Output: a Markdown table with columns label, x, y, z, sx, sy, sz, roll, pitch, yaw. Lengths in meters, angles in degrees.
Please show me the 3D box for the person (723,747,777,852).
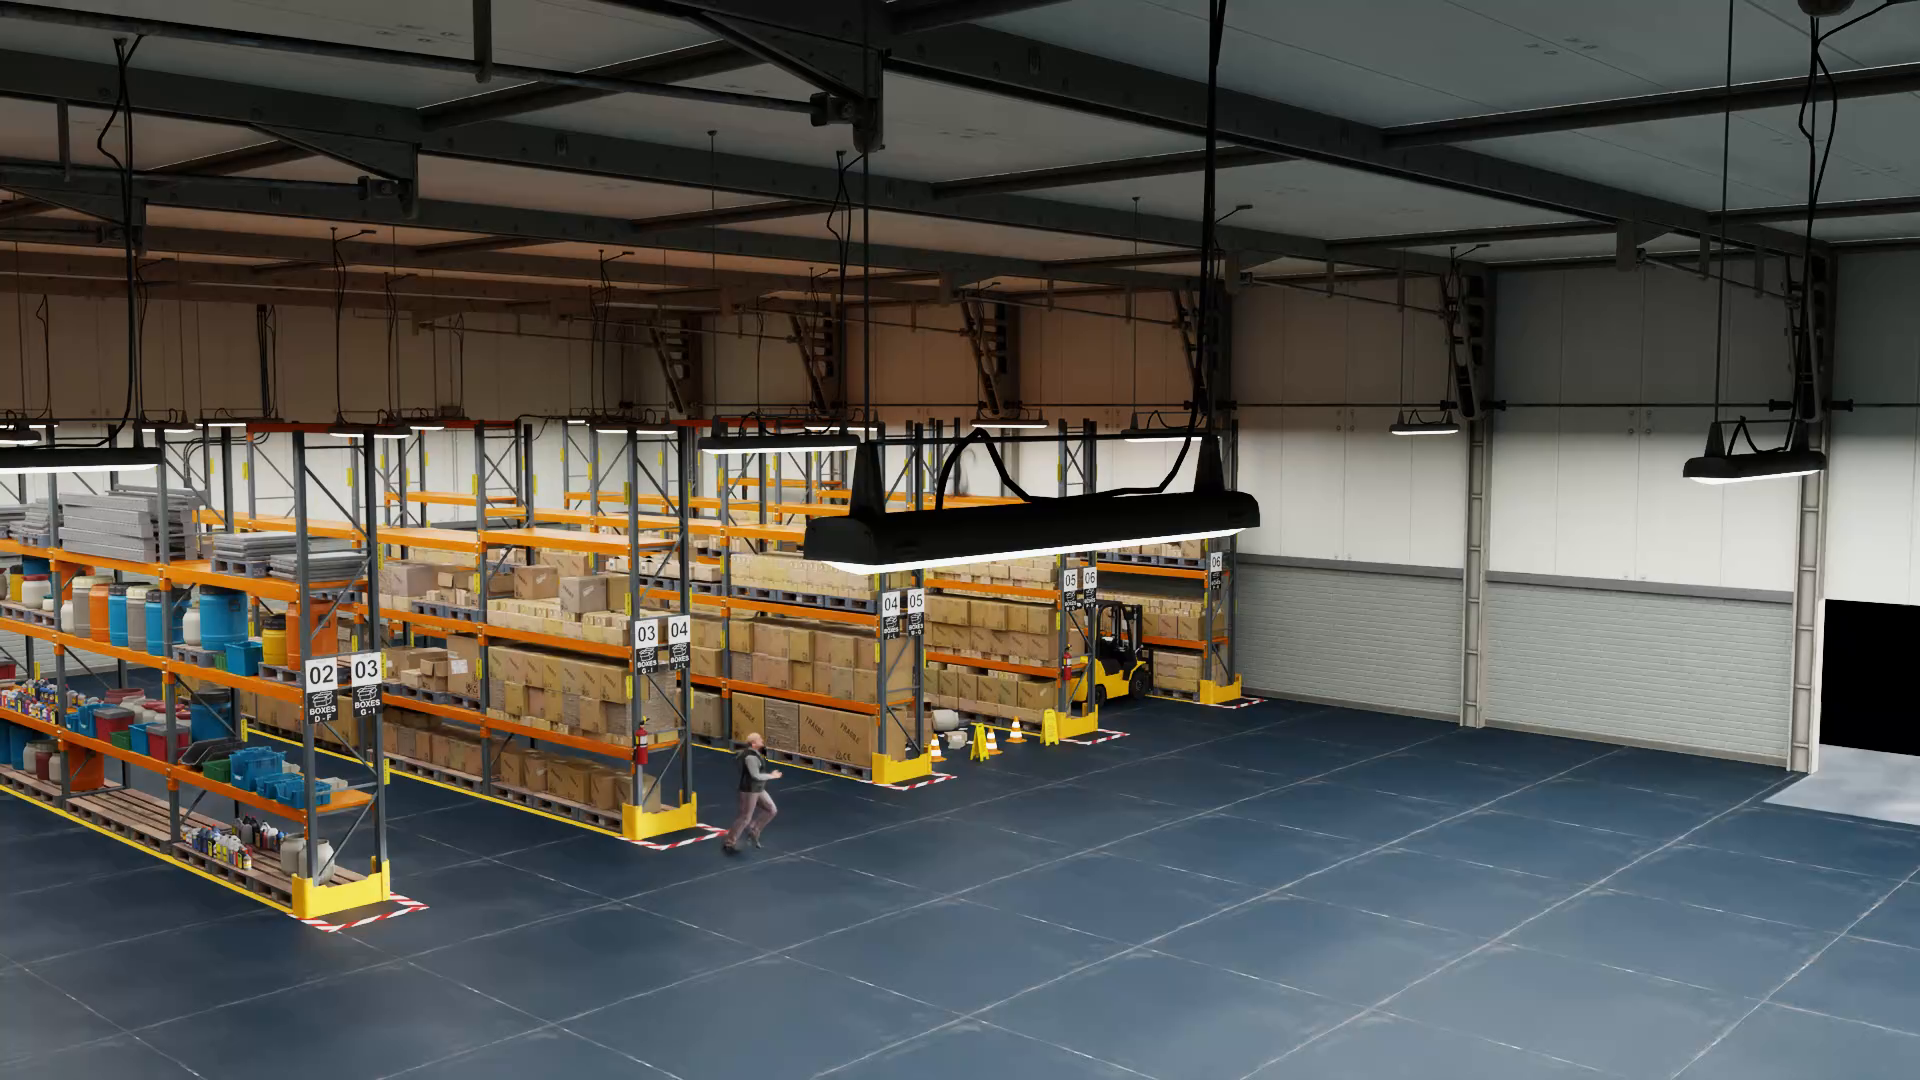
| label | x | y | z | sx | sy | sz | roll | pitch | yaw |
| --- | --- | --- | --- | --- | --- | --- | --- | --- | --- |
| person | -12.104 | 3.245 | 28.579 | 18.663 | 1.472 | 11.275 | 0 | 5 | -2 |
